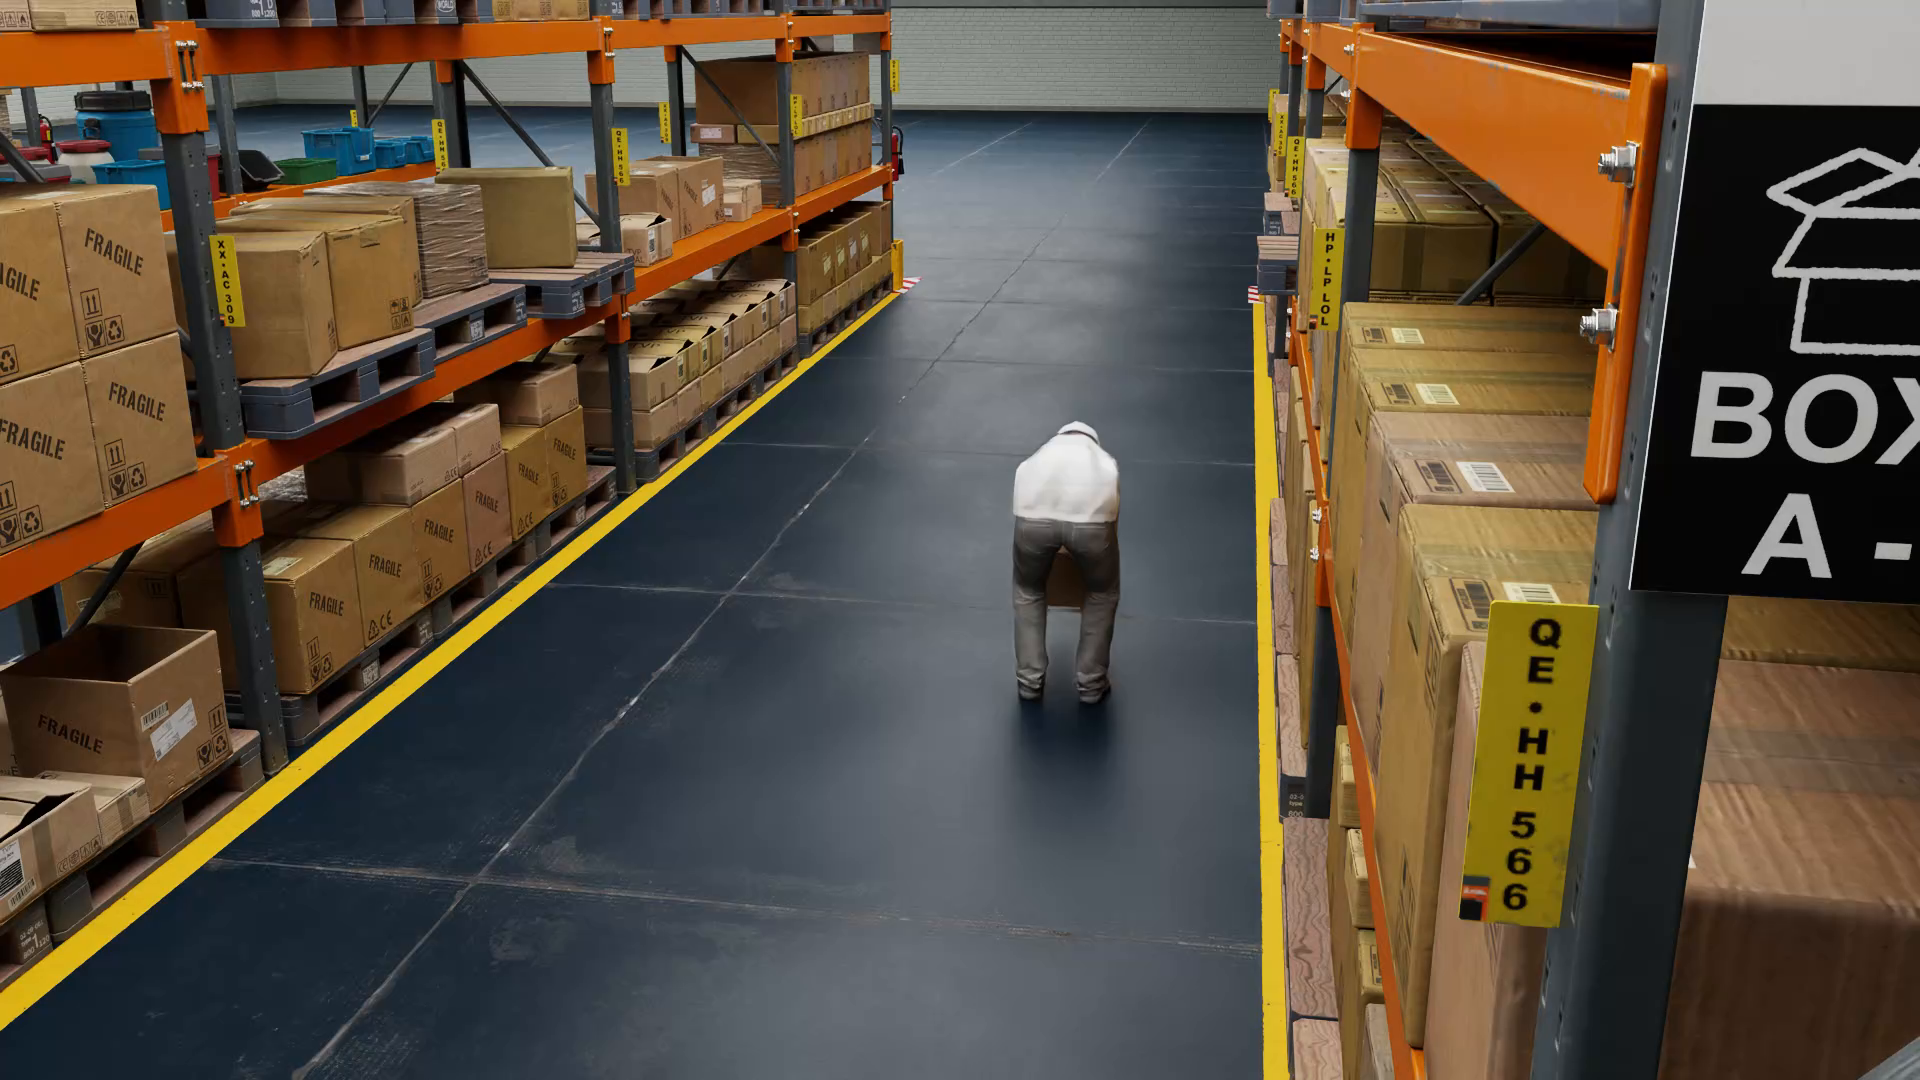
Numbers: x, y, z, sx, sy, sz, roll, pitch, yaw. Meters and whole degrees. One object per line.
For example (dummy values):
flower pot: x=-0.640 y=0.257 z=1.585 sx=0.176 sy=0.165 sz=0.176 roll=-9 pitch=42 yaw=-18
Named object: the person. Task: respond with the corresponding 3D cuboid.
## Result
person: x=0.486 y=0.066 z=7.390 sx=0.473 sy=1.112 sz=1.011 roll=3 pitch=18 yaw=8
